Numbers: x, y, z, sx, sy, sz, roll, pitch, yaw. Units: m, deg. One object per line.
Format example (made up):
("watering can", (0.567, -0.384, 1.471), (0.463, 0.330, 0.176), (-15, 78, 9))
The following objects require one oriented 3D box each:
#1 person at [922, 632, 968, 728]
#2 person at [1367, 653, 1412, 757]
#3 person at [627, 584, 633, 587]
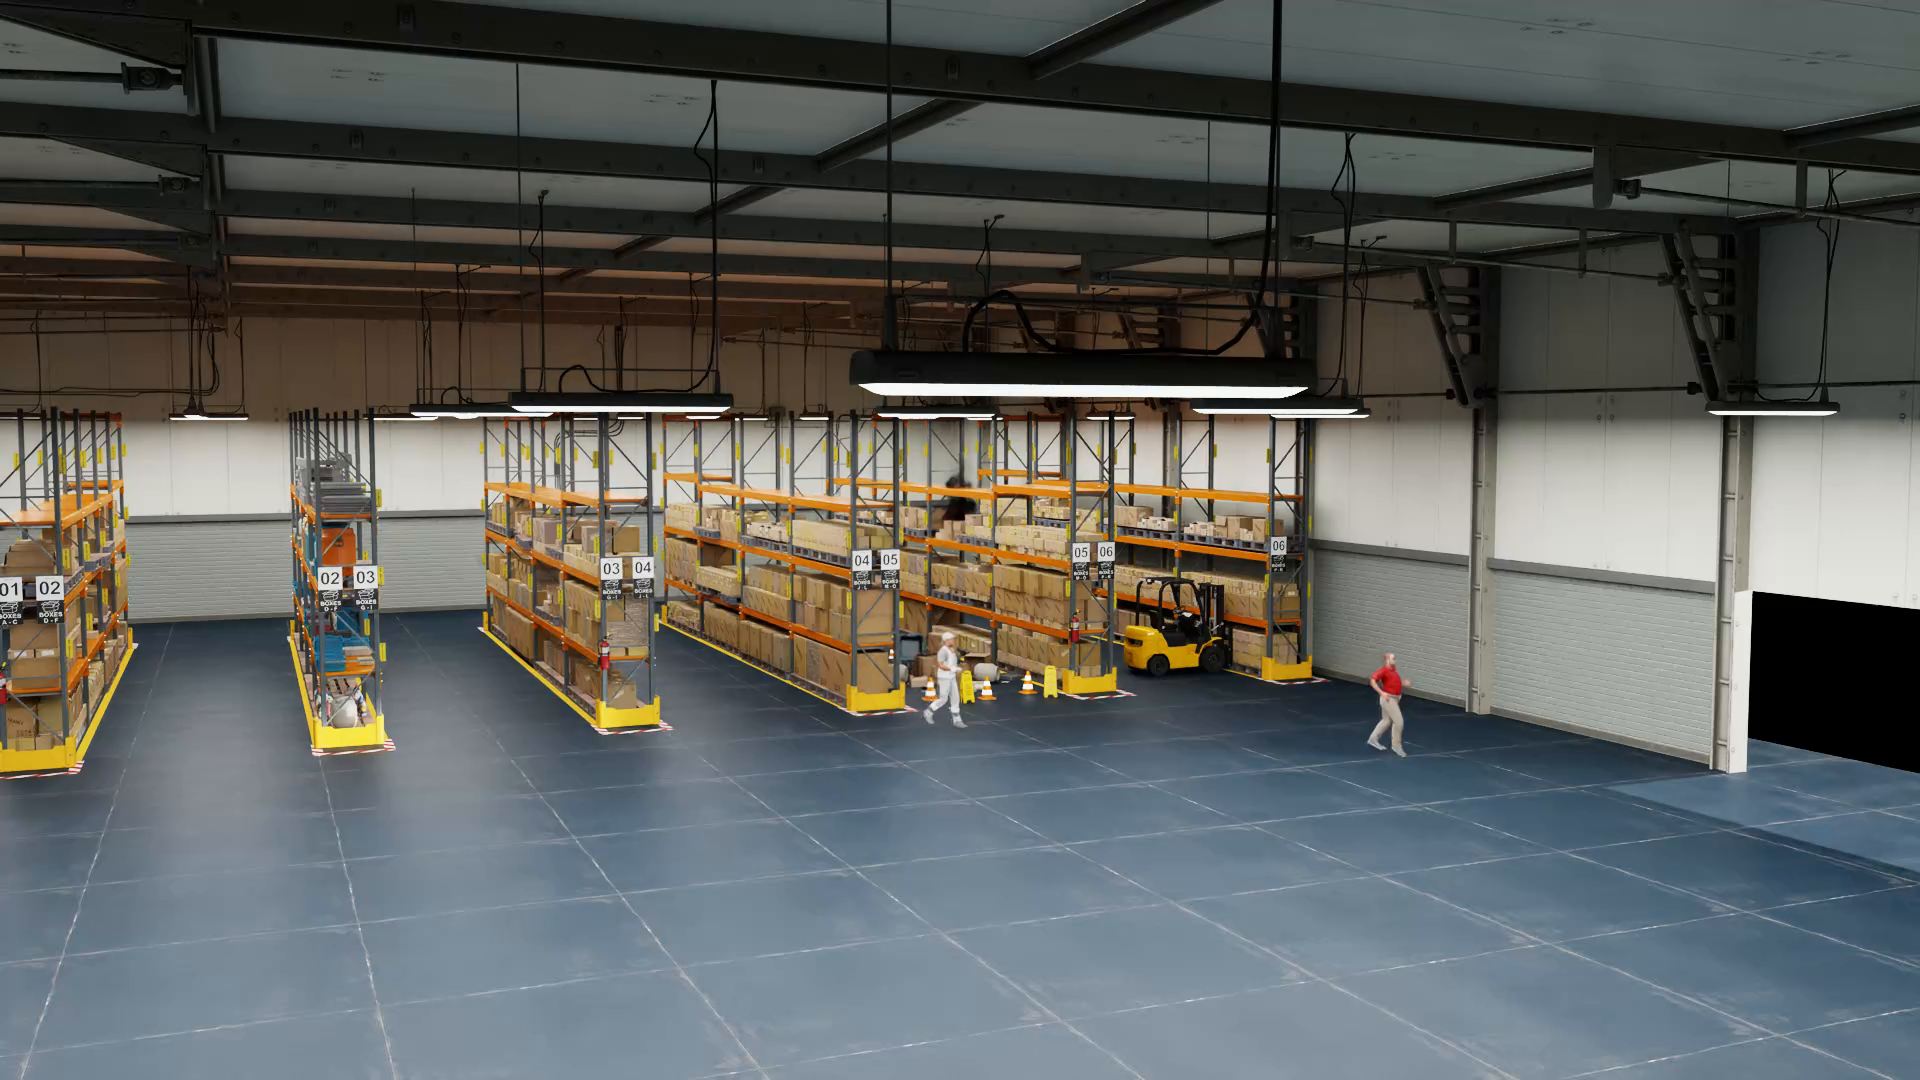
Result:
("person", (-0.267, 2.629, 31.308), (0.880, 1.803, 0.683), (2, 4, 21))
("person", (7.431, 2.846, 28.789), (0.765, 1.792, 0.643), (2, 4, 26))
("person", (-9.506, 1.546, 47.389), (0.735, 1.732, 0.520), (1, 4, 12))
